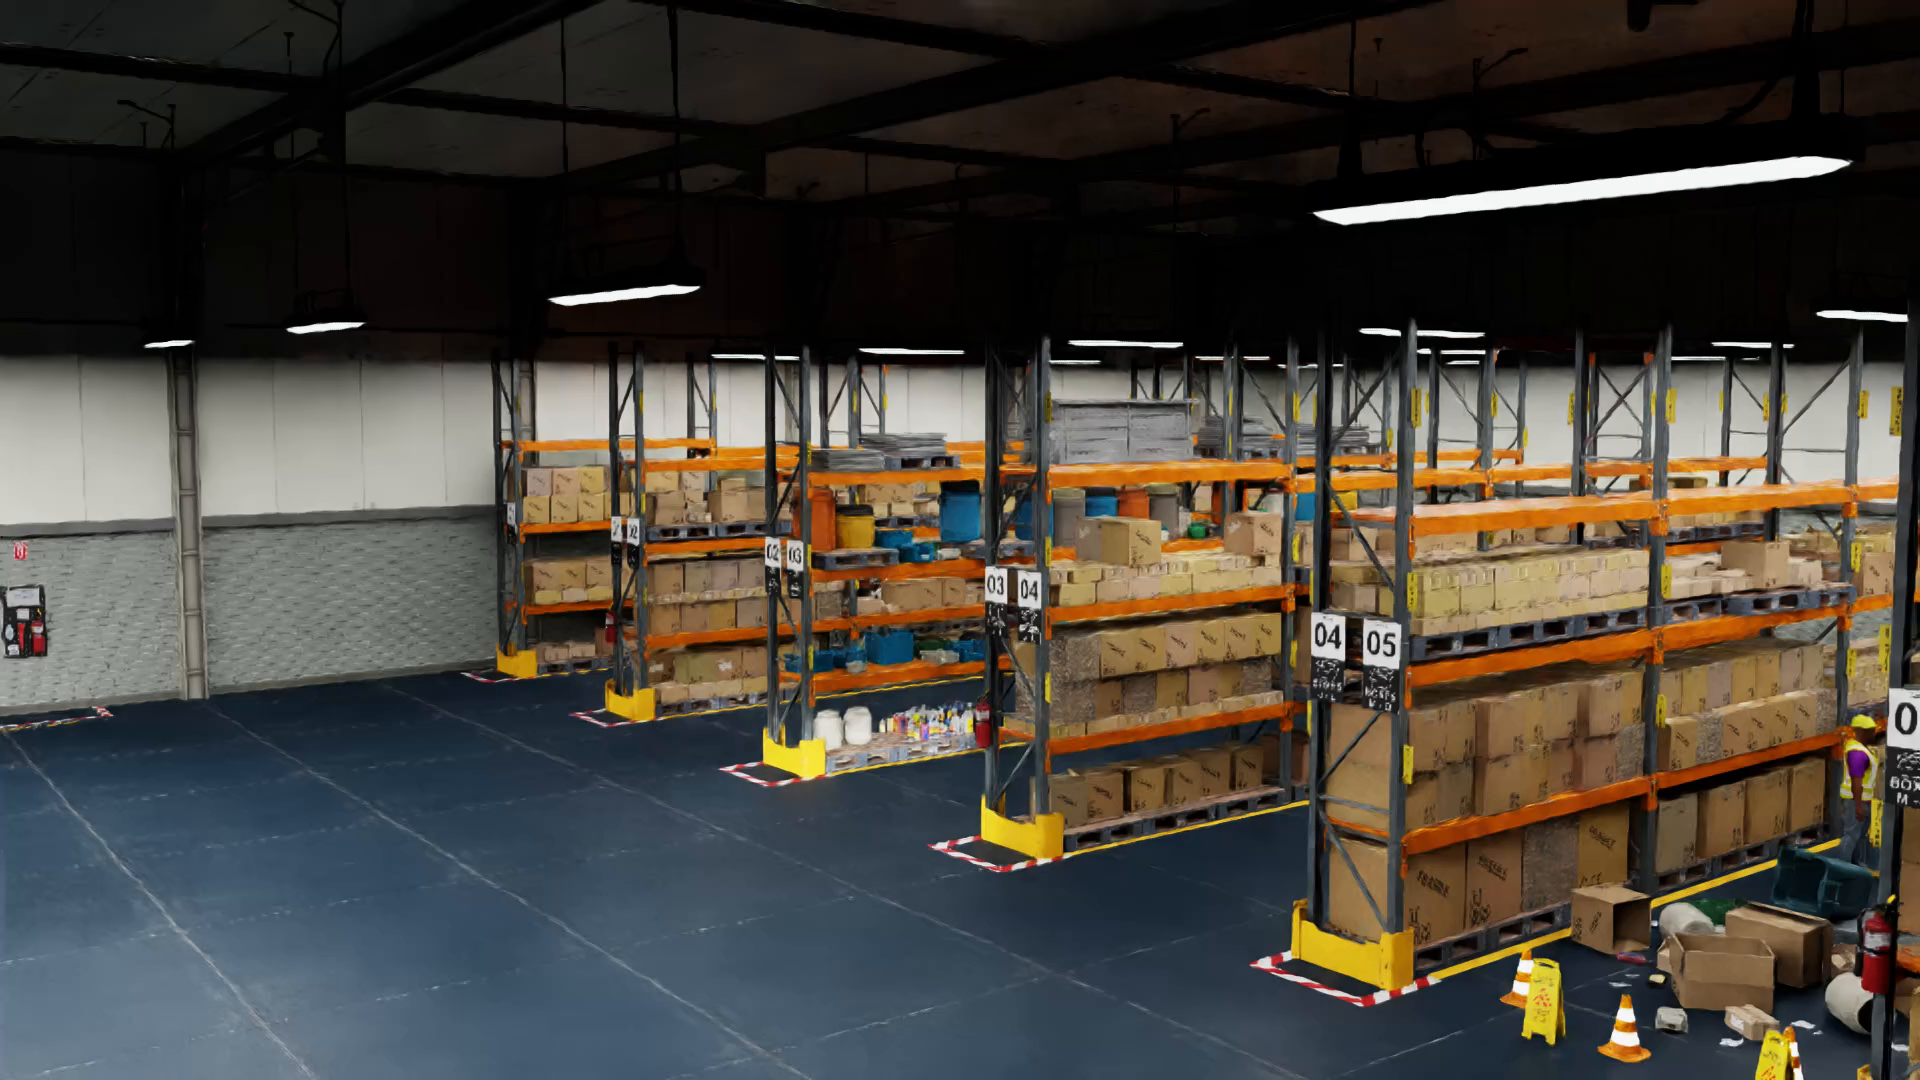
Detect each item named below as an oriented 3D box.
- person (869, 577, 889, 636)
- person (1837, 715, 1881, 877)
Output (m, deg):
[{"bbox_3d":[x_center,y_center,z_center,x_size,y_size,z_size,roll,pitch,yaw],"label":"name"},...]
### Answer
[{"bbox_3d":[-1.570,1.510,32.442,0.831,1.620,0.603,-3,6,-31],"label":"person"},{"bbox_3d":[9.527,2.725,17.535,0.464,1.772,0.645,3,6,29],"label":"person"}]
